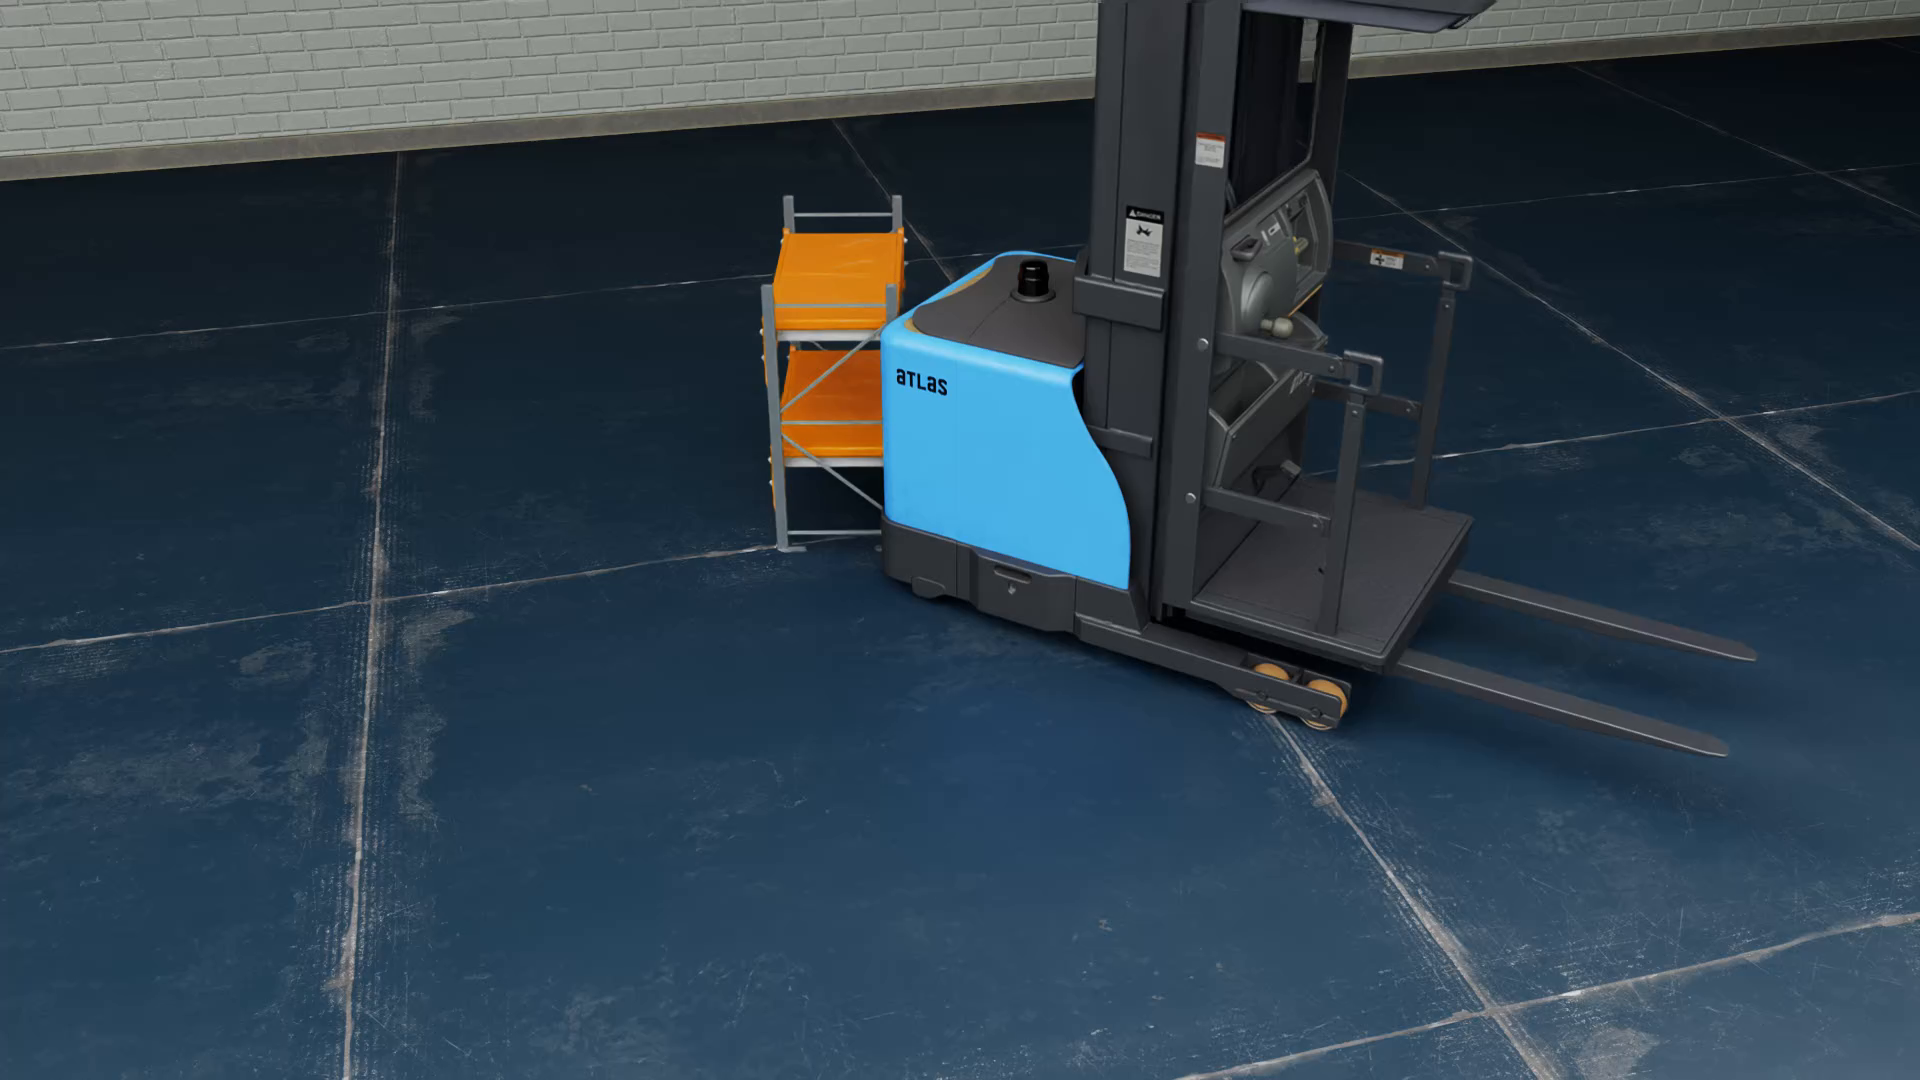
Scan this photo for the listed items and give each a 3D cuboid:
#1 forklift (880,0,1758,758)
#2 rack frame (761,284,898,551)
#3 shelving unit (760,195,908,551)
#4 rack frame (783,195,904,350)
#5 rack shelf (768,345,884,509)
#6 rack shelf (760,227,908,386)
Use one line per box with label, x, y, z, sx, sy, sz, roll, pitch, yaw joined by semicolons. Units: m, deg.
forklift;1.233;-0.930;5.431;3.031;2.935;1.130;16;34;26
rack frame;-0.481;-0.450;6.405;0.500;1.125;0.032;0;30;-1
shelving unit;-0.488;-0.705;6.845;0.538;1.125;1.048;0;30;-1
rack frame;-0.494;-0.960;7.285;0.500;1.125;0.032;0;30;-1
rack shelf;-0.488;-0.493;6.968;0.538;0.278;1.000;0;30;-1
rack shelf;-0.488;-0.958;6.698;0.538;0.278;1.000;0;30;-1
